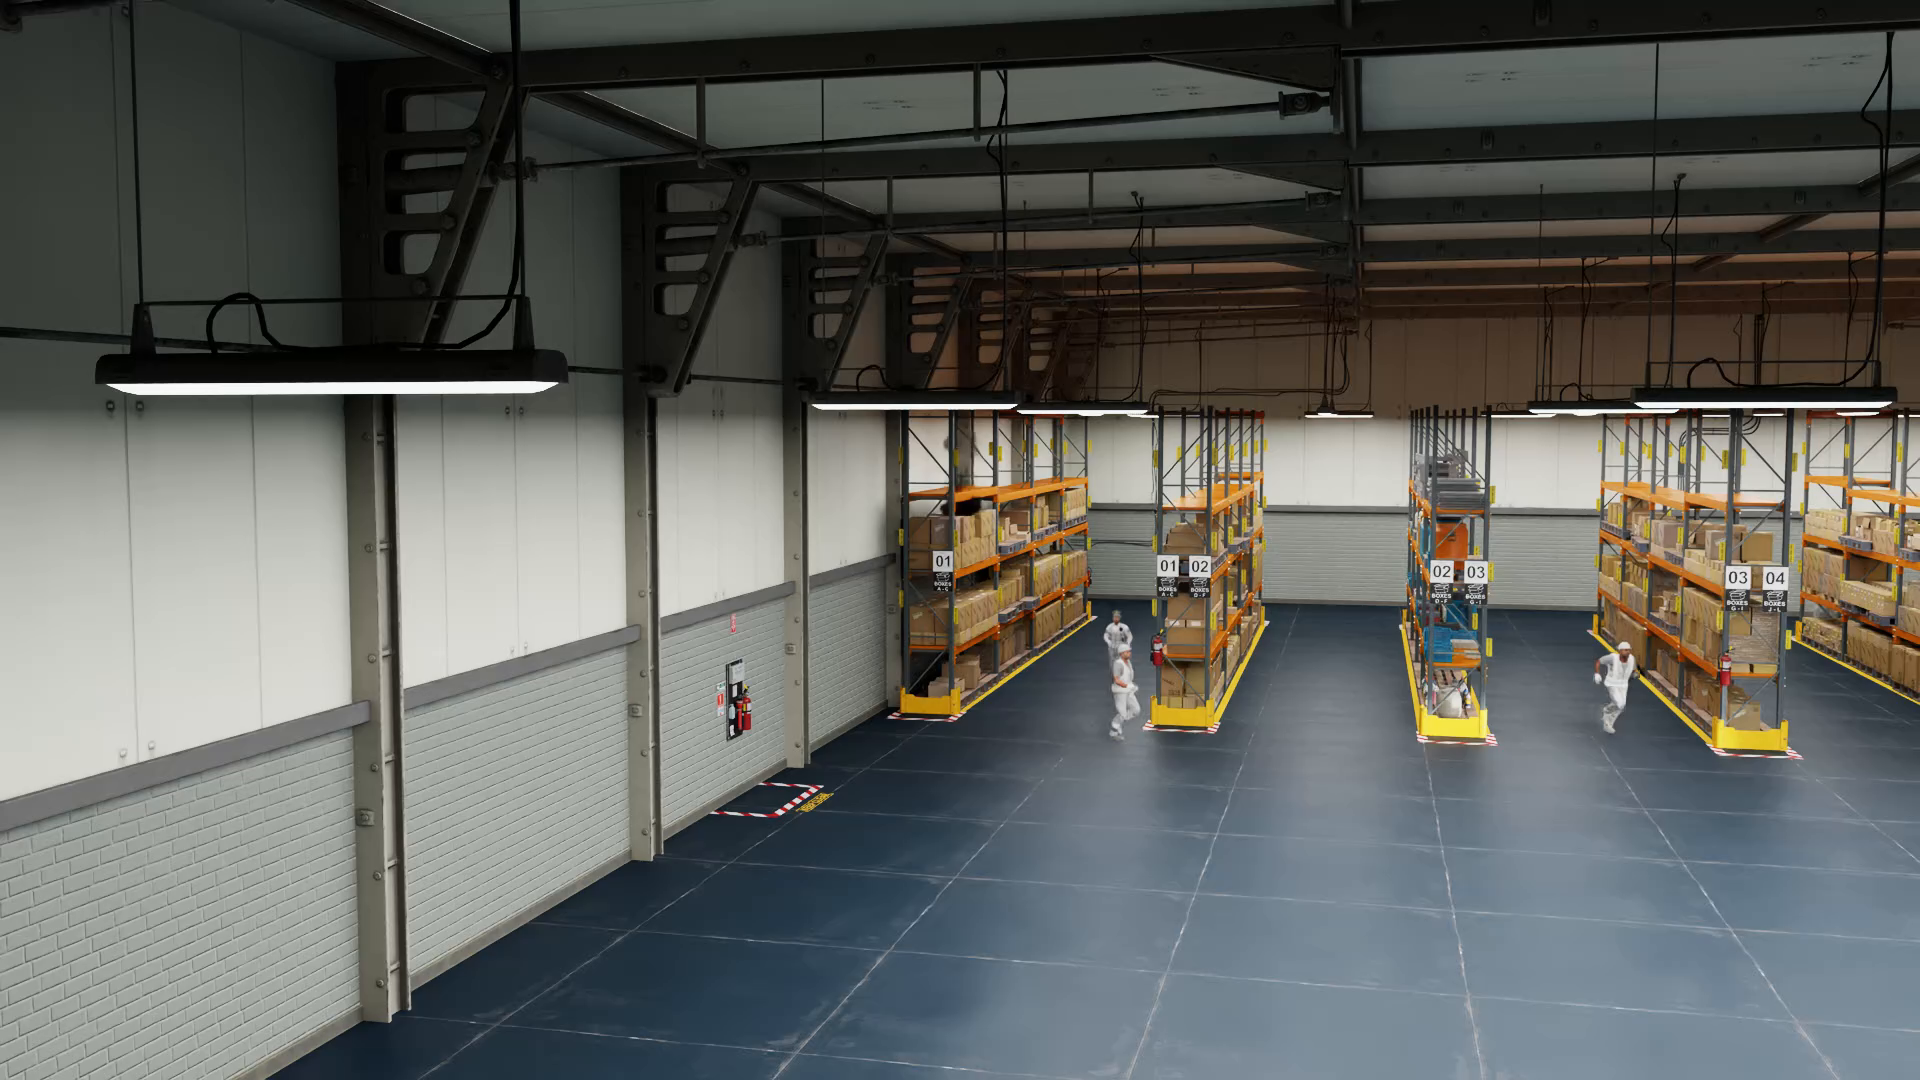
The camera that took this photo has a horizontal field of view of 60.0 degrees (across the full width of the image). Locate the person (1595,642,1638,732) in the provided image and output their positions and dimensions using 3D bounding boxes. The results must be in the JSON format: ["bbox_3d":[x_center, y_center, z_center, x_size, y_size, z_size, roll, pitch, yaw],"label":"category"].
[{"bbox_3d":[12.034,2.697,30.366,0.667,1.694,0.743,-1,4,-15],"label":"person"}]

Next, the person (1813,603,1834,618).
[{"bbox_3d":[23.678,1.618,45.543,0.793,1.747,0.556,-1,4,-17],"label":"person"}]

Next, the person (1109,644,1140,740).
[{"bbox_3d":[2.969,2.718,29.702,0.642,1.734,0.661,3,5,34],"label":"person"}]

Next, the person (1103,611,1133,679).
[{"bbox_3d":[3.370,2.341,35.742,0.612,1.658,0.548,1,4,18],"label":"person"}]

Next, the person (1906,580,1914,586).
[{"bbox_3d":[23.531,1.930,41.183,0.718,1.705,1.007,1,4,12],"label":"person"}]
